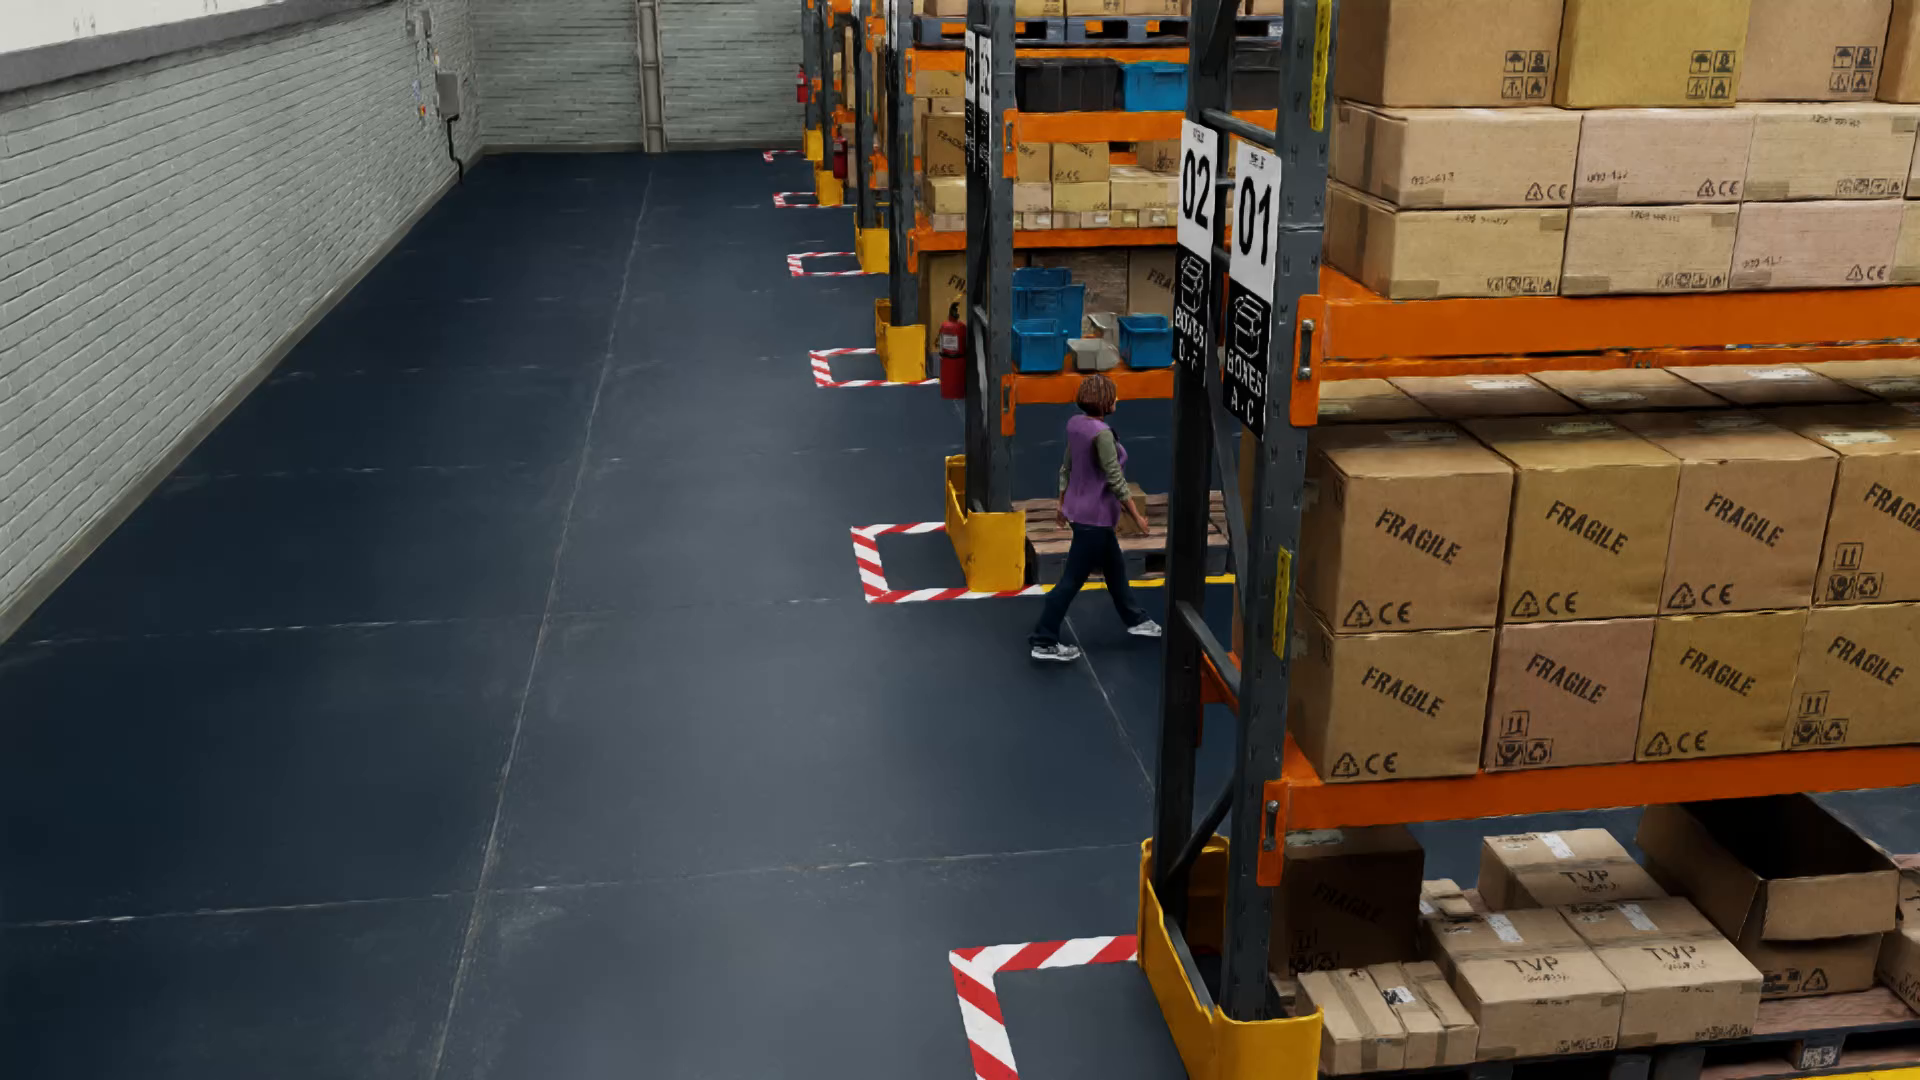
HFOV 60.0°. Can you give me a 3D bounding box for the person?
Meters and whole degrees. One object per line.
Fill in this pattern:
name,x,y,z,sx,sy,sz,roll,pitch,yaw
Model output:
person,0.780,-0.128,8.928,0.876,1.571,0.454,-6,21,-16
